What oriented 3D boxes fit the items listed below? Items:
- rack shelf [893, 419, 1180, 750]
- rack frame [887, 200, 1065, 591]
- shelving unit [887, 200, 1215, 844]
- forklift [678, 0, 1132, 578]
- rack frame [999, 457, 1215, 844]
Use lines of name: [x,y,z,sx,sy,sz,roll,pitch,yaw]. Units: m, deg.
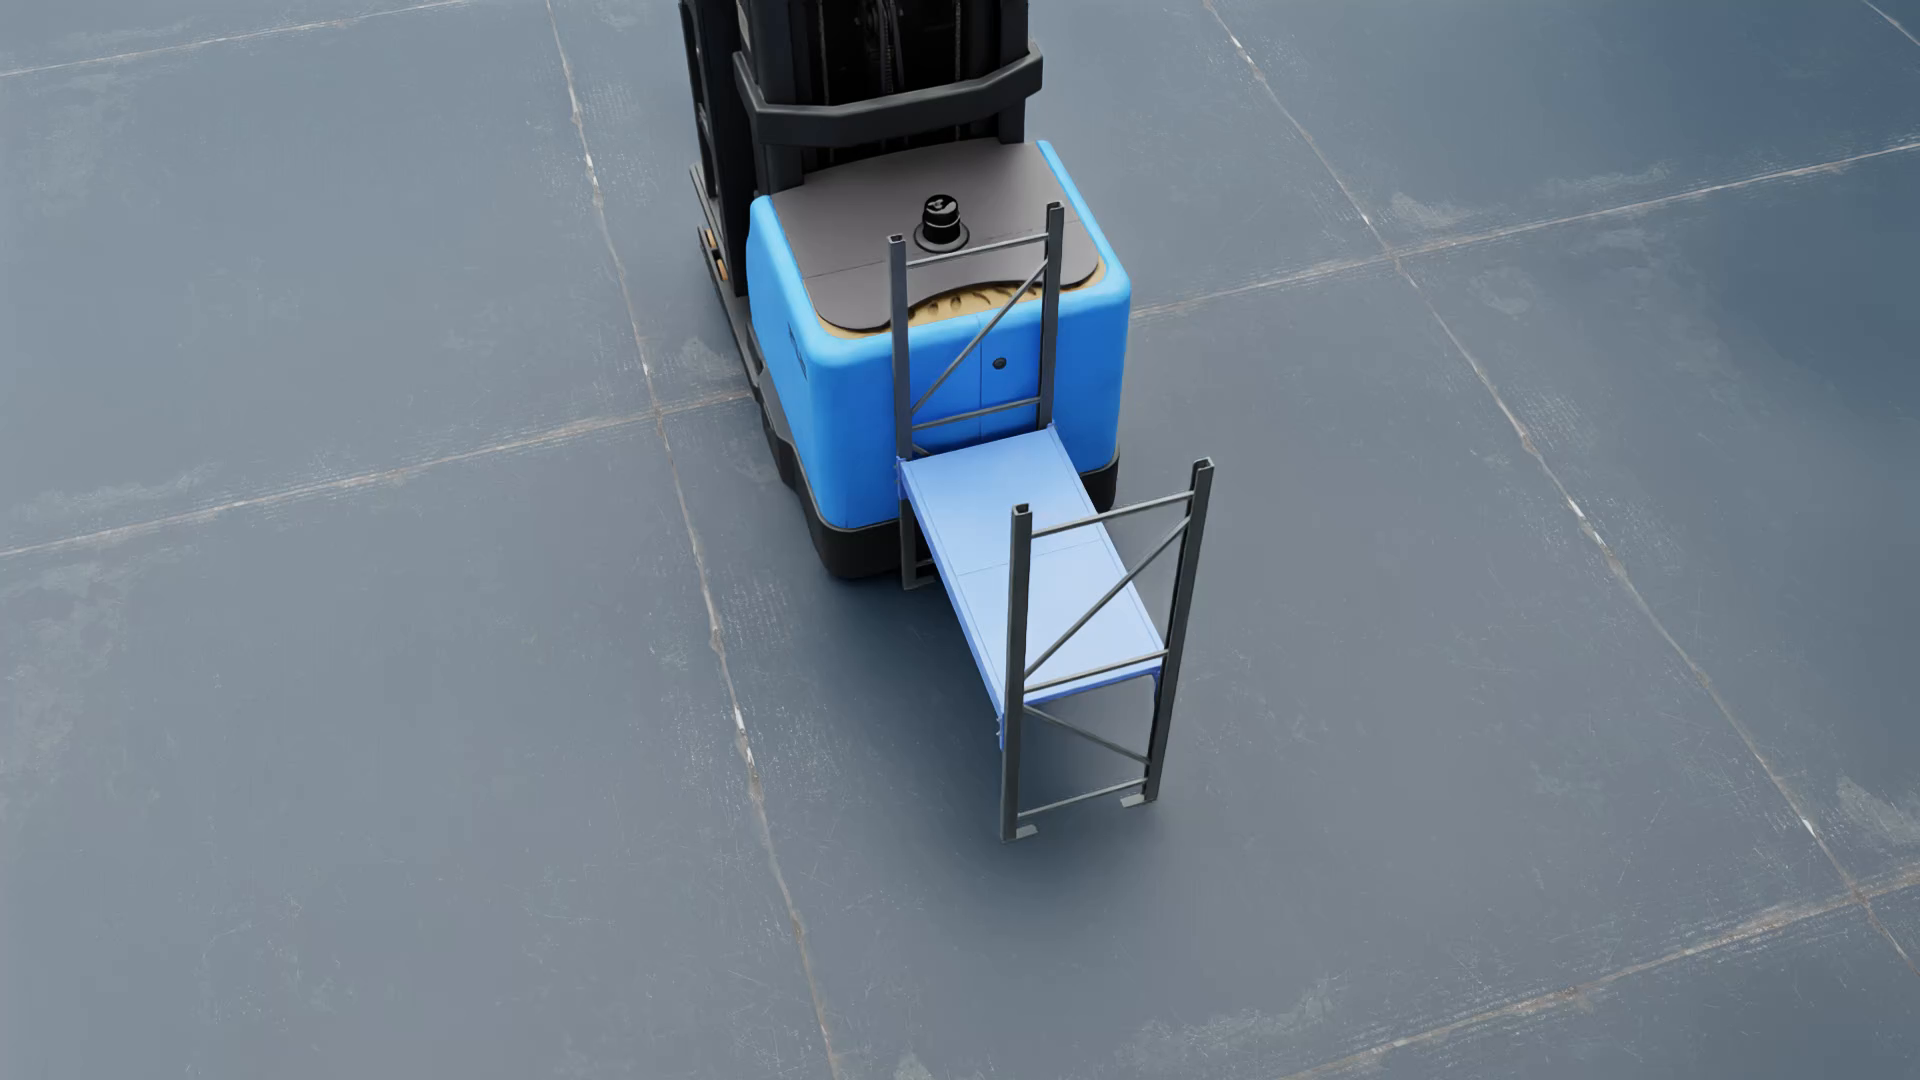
rack shelf: [0.203,0.103,4.917,0.538,0.185,1.000,-14,51,-12]
rack frame: [0.046,-0.382,5.091,0.500,1.500,0.032,-14,51,-12]
shelving unit: [0.203,-0.013,4.780,0.538,1.500,1.048,-14,51,-12]
forklift: [-0.403,-1.974,5.497,1.130,2.935,3.031,-14,51,-12]
rack frame: [0.361,0.357,4.468,0.500,1.500,0.032,-14,51,-12]
